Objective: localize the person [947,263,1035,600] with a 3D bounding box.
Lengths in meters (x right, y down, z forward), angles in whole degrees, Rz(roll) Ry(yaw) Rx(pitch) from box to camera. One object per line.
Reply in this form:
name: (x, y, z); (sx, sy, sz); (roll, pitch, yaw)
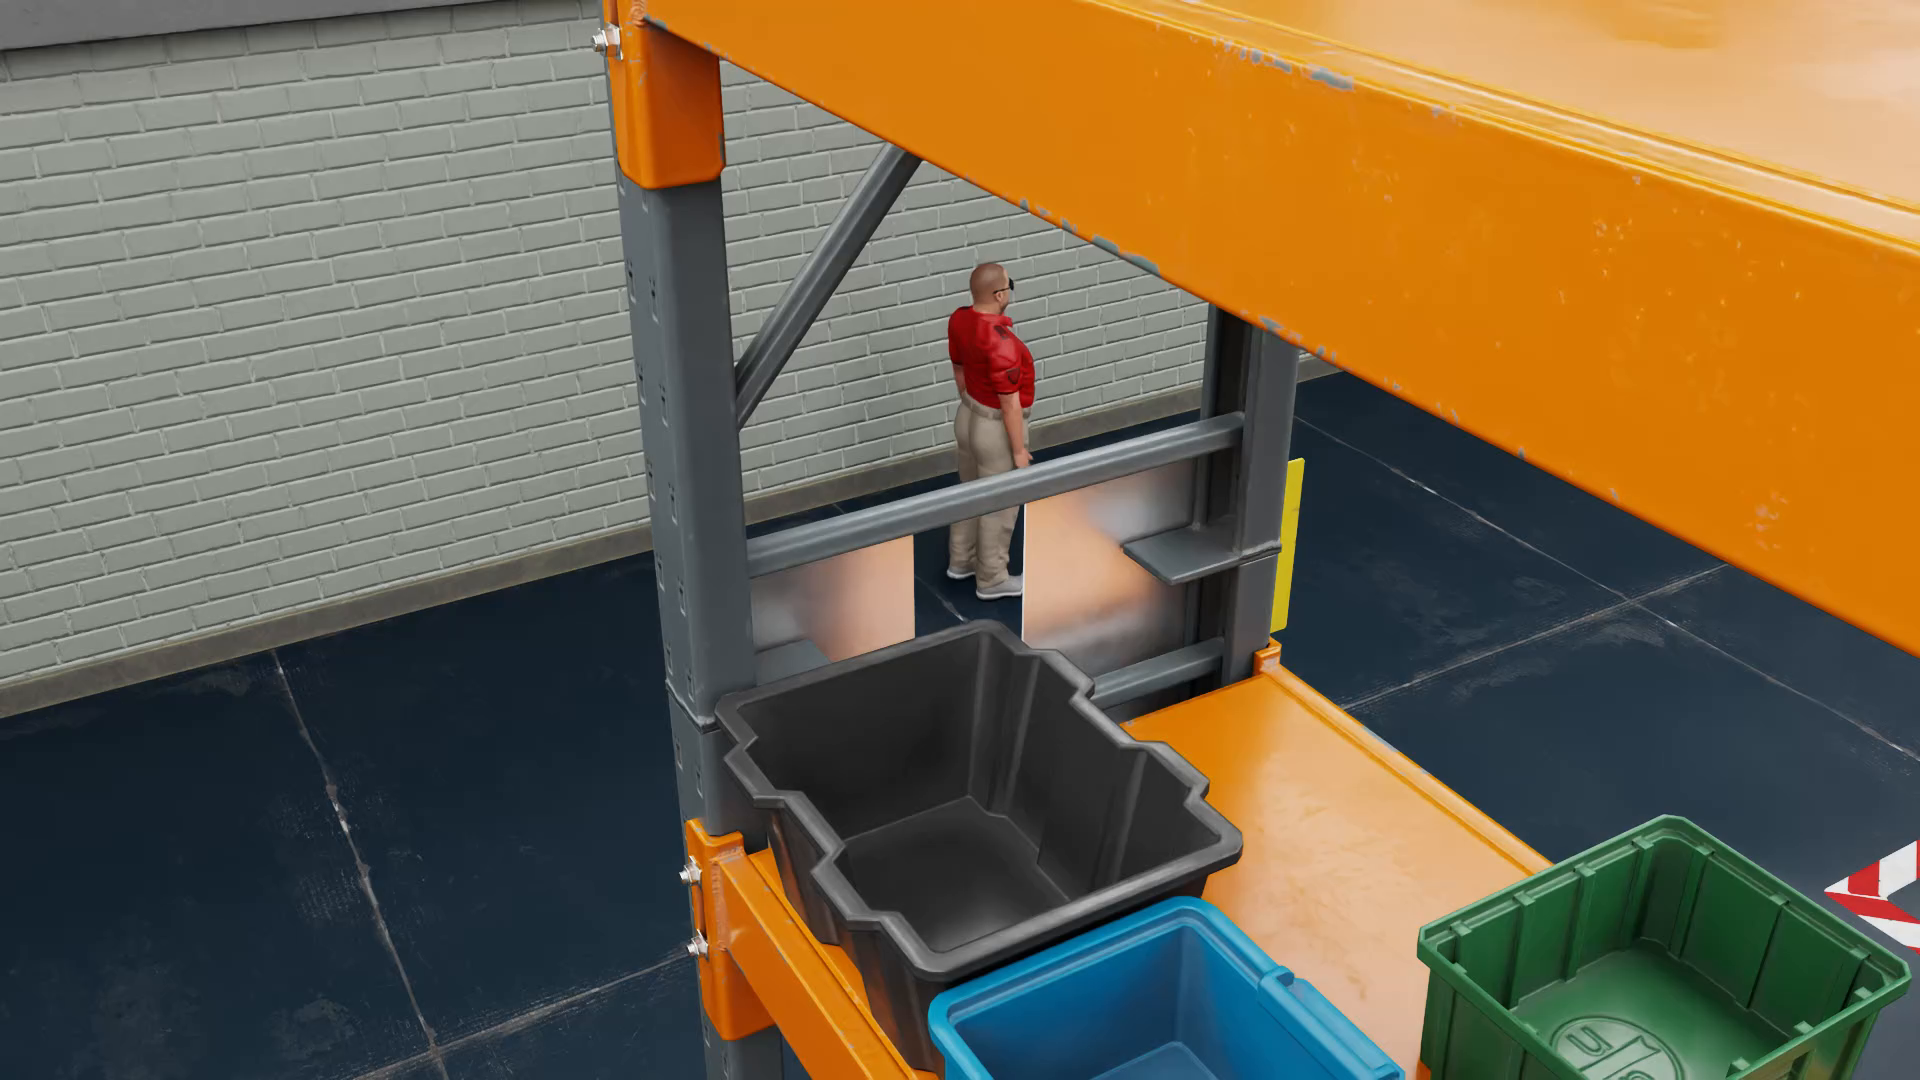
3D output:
person: (0.172, -0.518, 8.093); (0.369, 1.748, 0.544); (-15, 32, -25)
